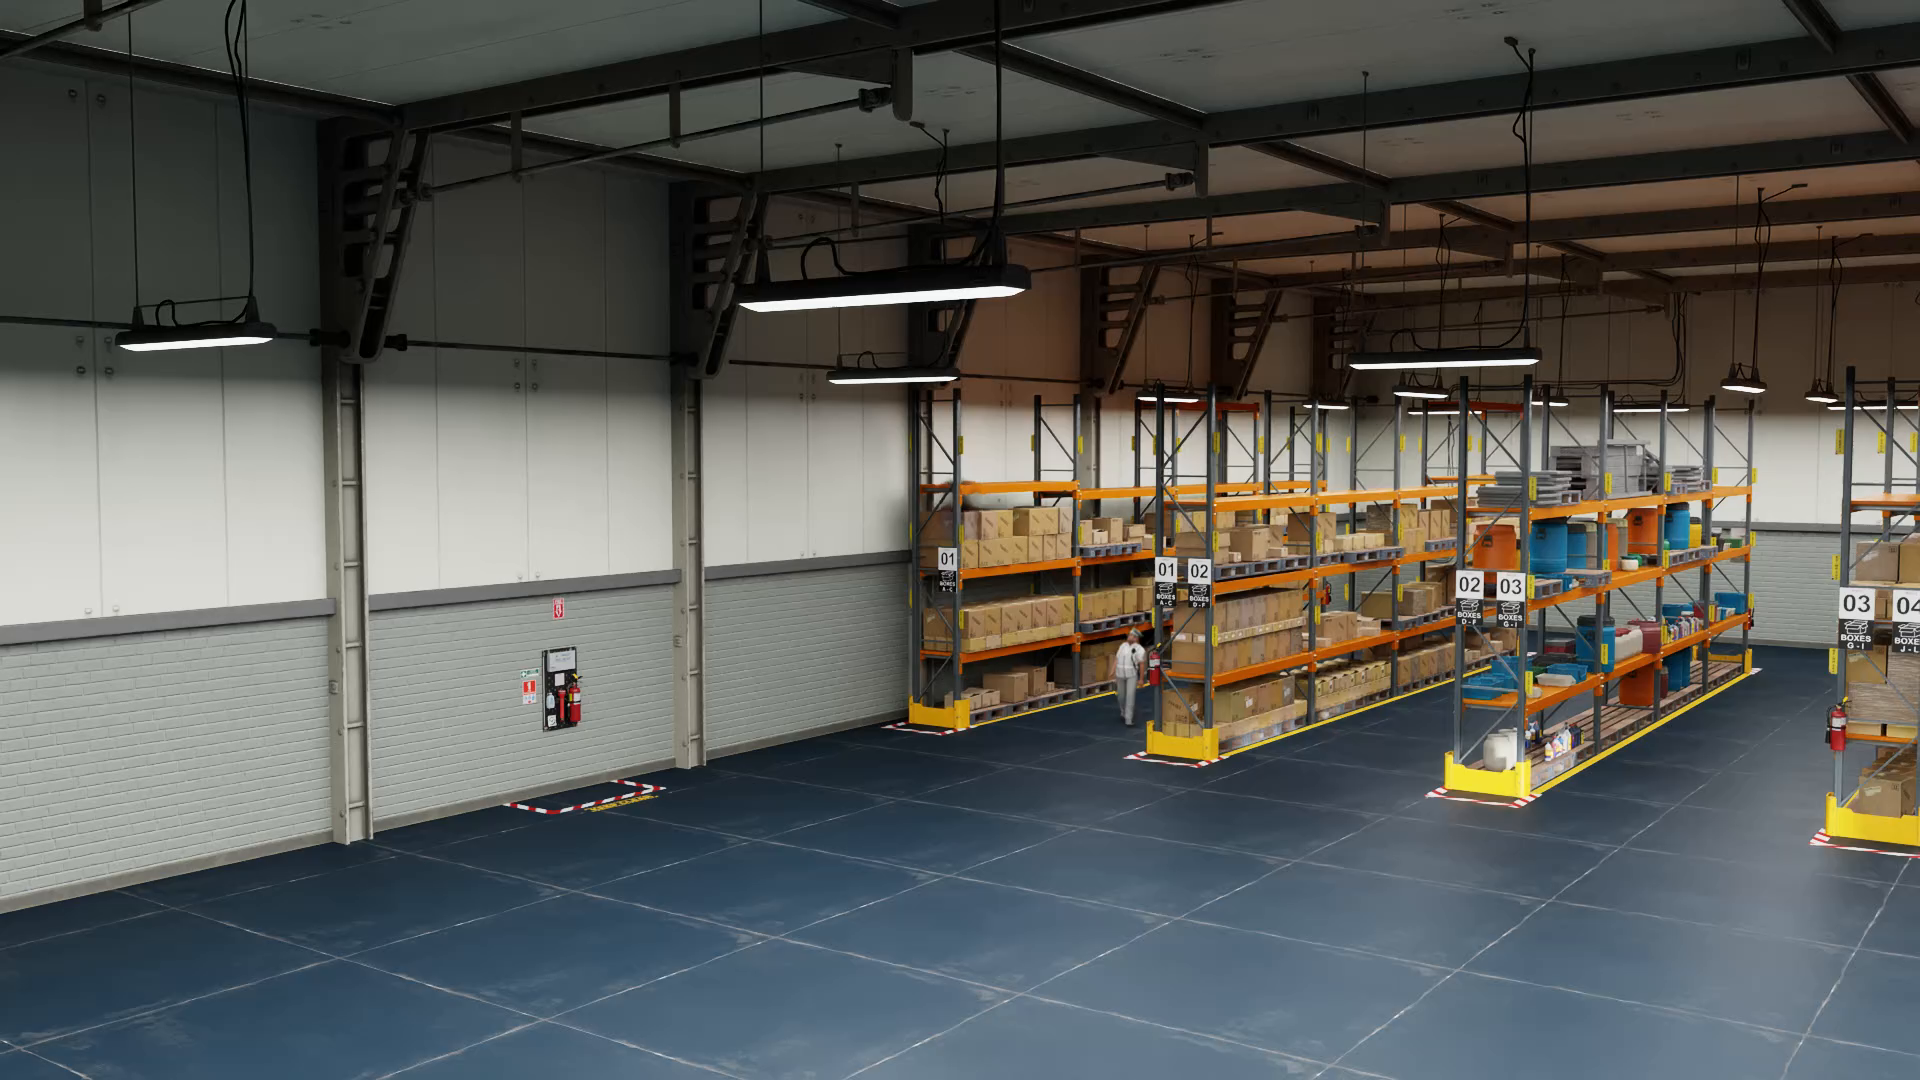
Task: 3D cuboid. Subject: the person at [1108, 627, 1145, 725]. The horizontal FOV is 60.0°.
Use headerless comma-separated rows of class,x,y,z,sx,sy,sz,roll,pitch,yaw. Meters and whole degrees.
person,3.007,2.431,29.966,0.648,1.723,0.972,1,3,16
